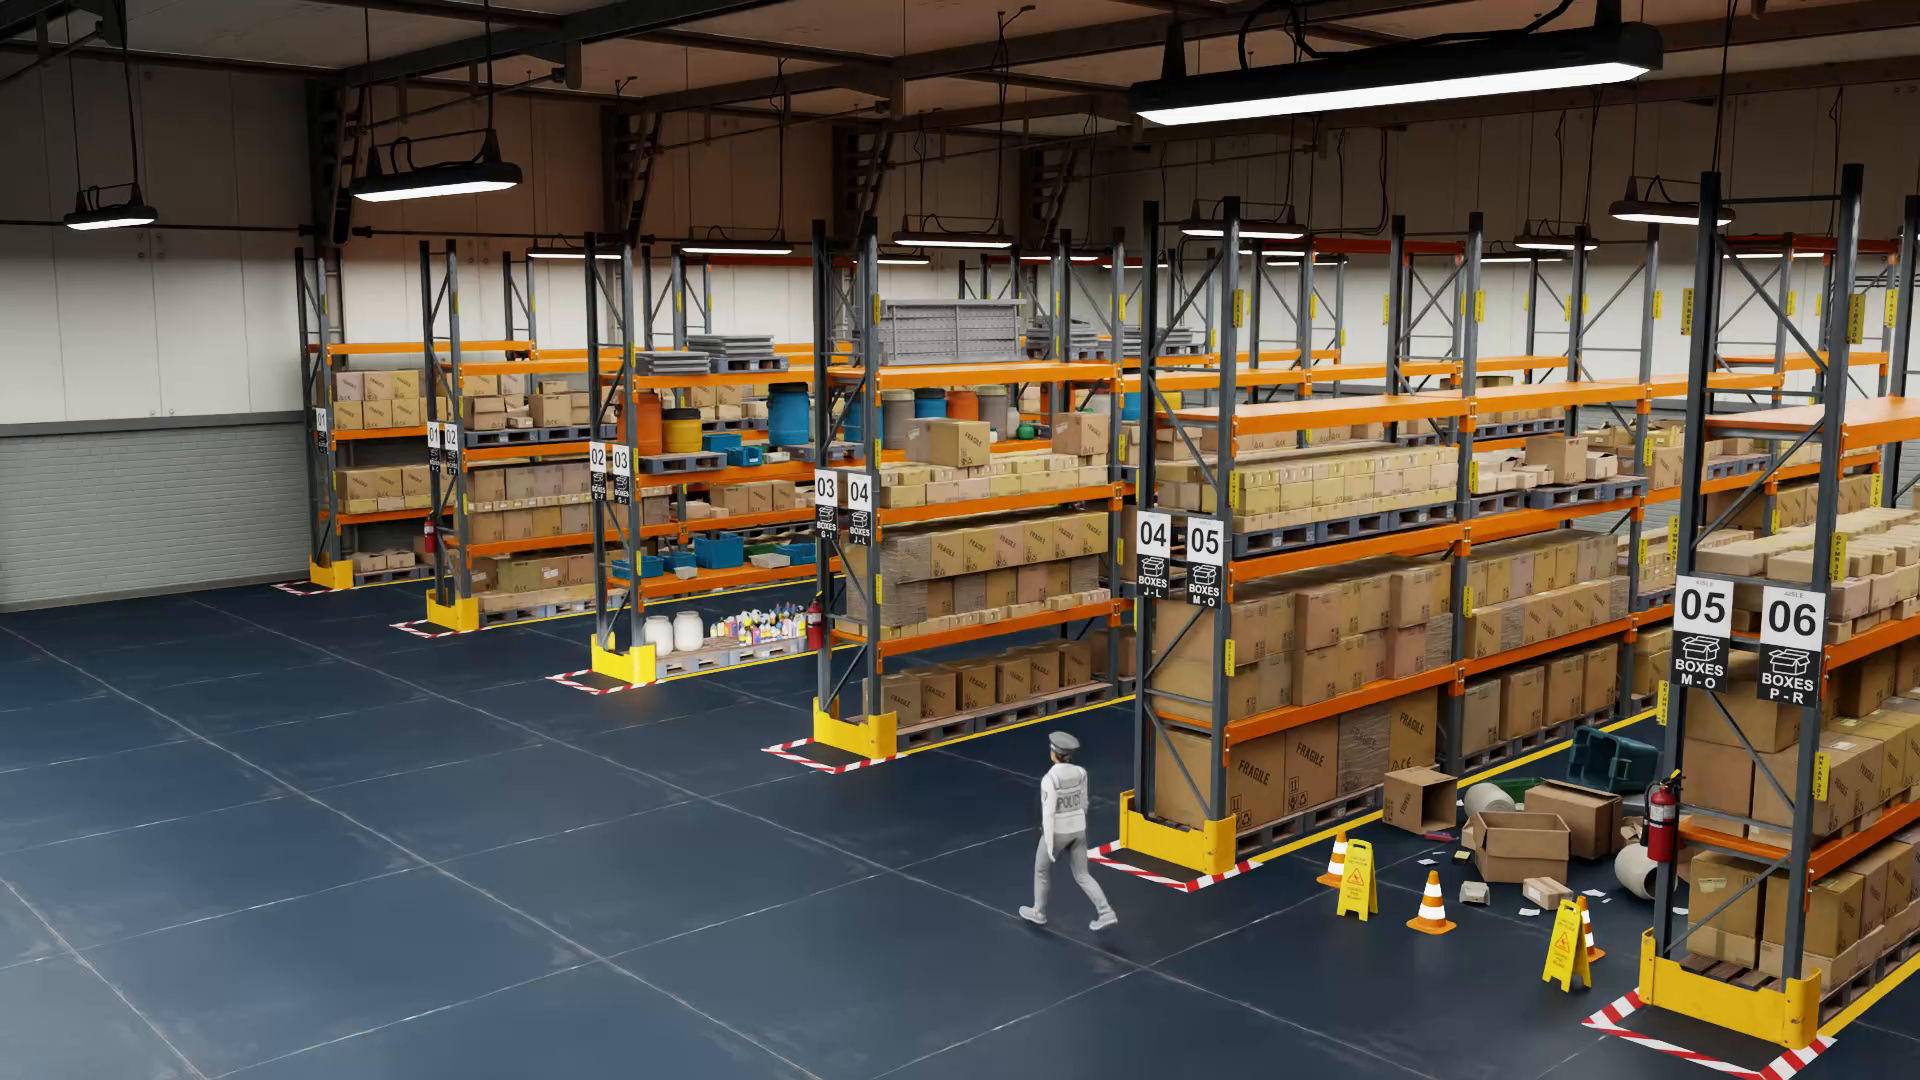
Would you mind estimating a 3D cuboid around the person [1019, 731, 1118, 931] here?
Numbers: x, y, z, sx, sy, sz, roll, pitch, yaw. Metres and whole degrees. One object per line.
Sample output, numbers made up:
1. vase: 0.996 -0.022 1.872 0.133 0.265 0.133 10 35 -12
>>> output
1. person: 0.863 2.381 13.491 0.487 1.637 0.970 -7 11 -40
